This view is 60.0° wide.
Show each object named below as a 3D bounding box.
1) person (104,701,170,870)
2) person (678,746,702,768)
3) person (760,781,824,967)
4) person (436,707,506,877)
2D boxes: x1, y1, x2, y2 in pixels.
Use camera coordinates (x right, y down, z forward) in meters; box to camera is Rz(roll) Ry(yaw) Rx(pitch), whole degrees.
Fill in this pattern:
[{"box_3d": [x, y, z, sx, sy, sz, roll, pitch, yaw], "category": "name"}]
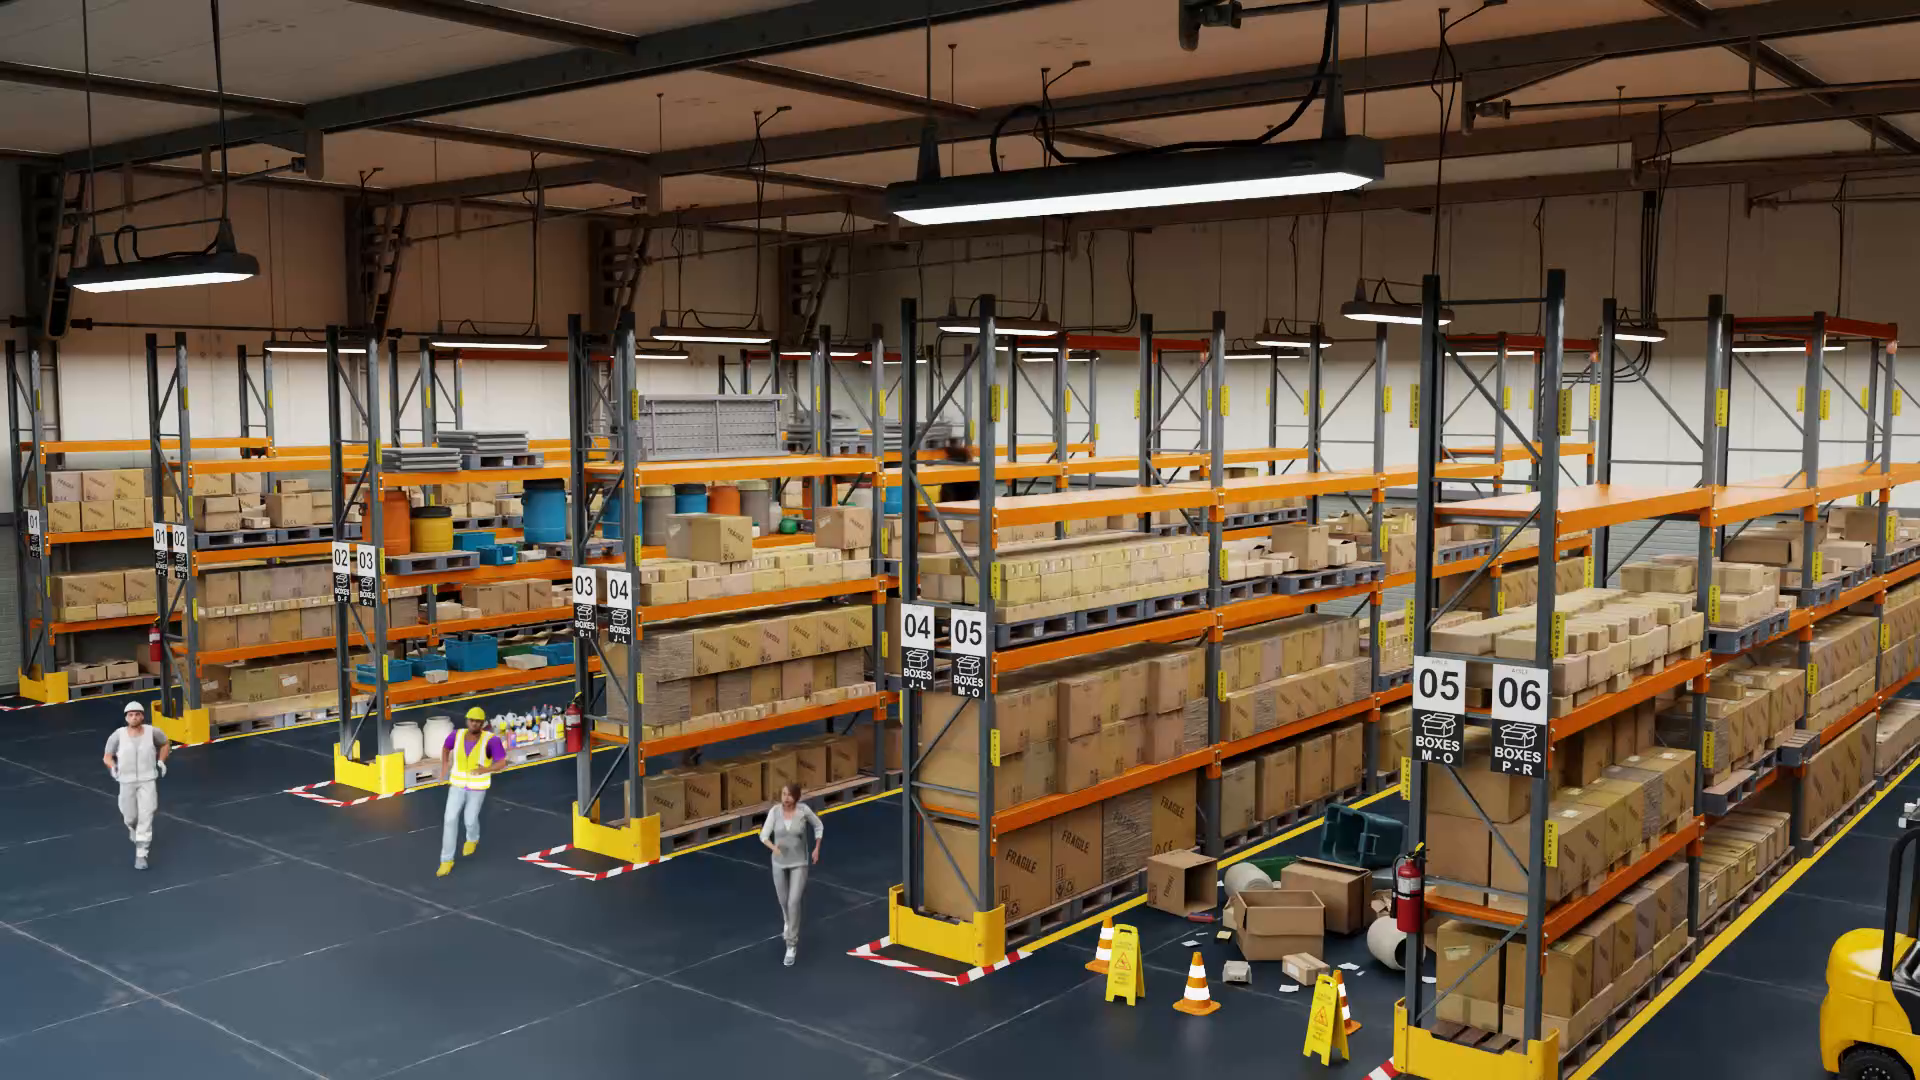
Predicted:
[{"box_3d": [-9.015, 2.650, 18.245, 0.656, 1.783, 0.899, -2, 6, -26], "category": "person"}, {"box_3d": [-3.634, 2.304, 22.063, 0.652, 1.703, 0.971, 2, 6, 22], "category": "person"}, {"box_3d": [-1.546, 2.995, 15.265, 0.561, 1.624, 0.777, 0, 5, 5], "category": "person"}, {"box_3d": [-5.289, 2.684, 18.064, 0.730, 1.785, 0.895, 0, 5, -3], "category": "person"}]
